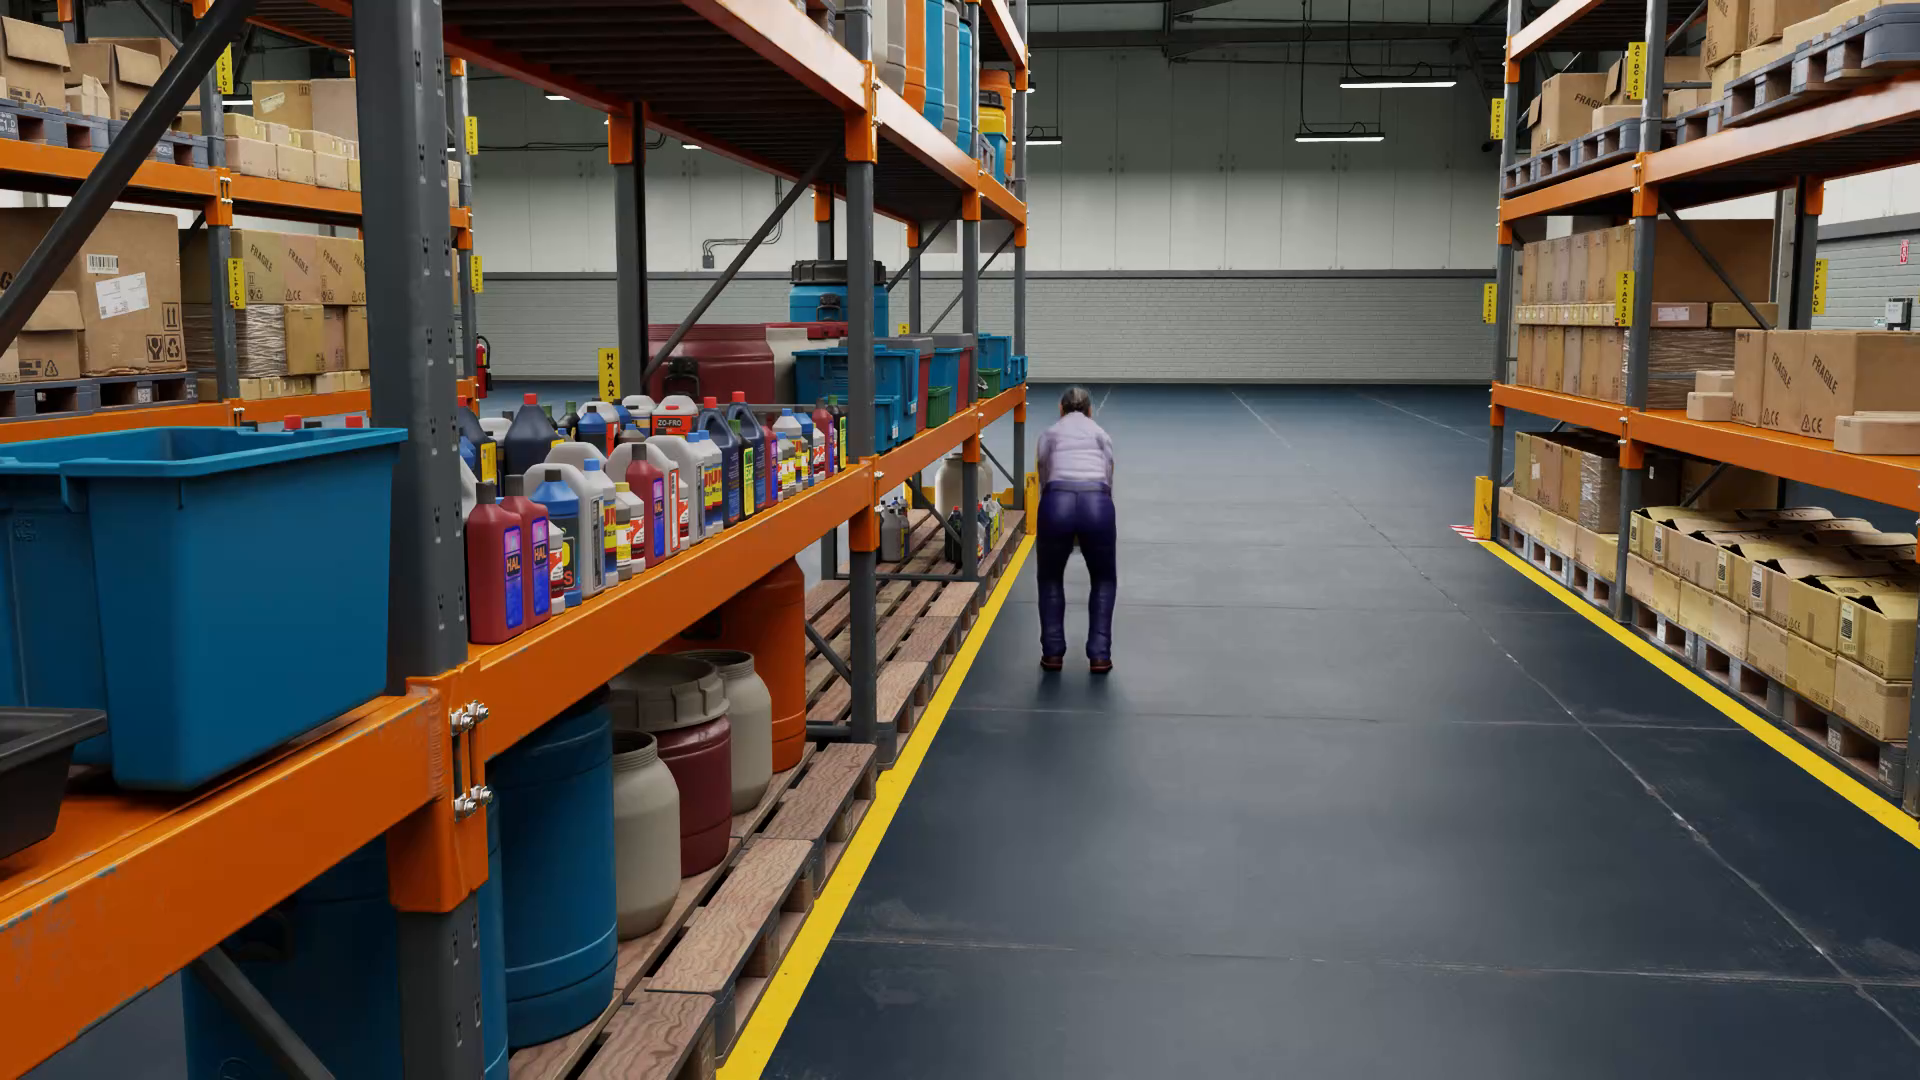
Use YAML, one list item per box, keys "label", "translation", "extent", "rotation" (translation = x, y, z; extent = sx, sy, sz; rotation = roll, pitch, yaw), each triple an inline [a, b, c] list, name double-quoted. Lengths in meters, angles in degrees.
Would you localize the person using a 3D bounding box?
- label: "person"
  translation: [0.627, -0.063, 8.918]
  extent: [0.436, 1.497, 0.674]
  rotation: [1, 8, 5]
